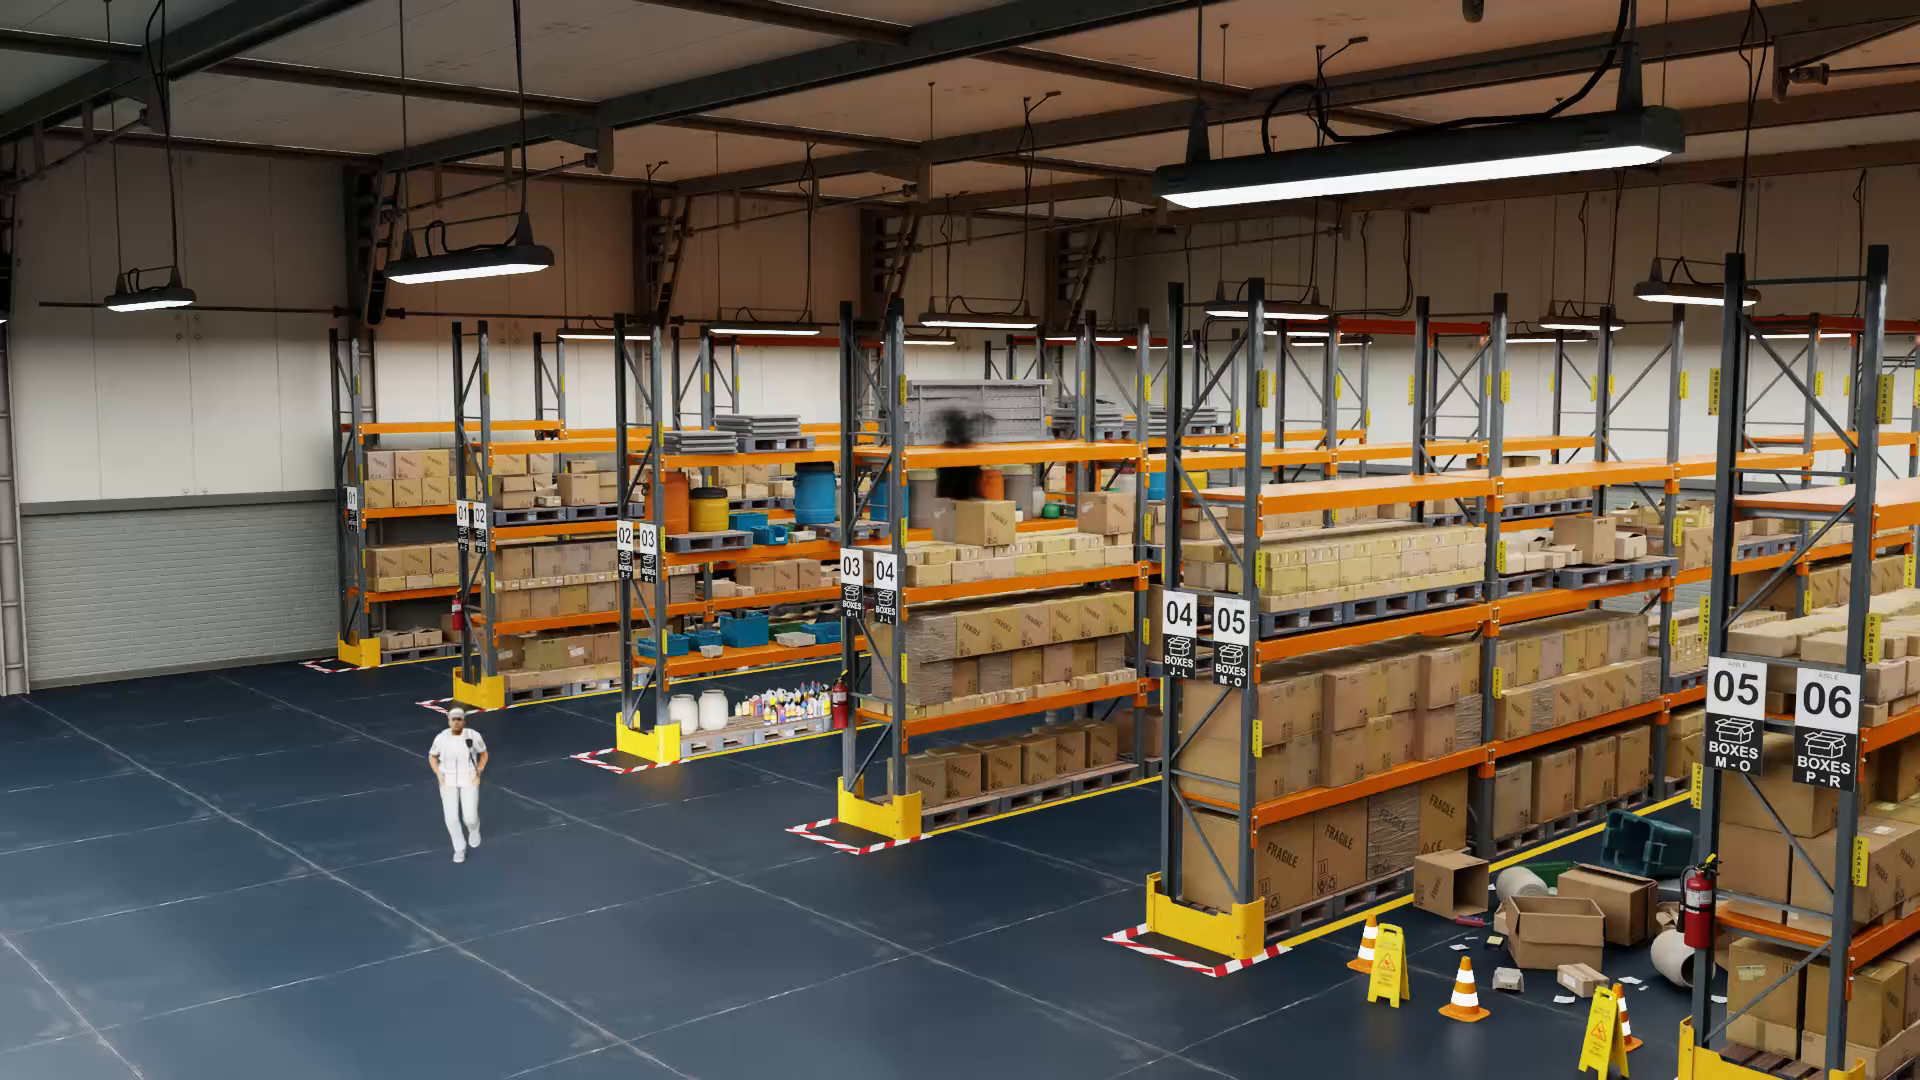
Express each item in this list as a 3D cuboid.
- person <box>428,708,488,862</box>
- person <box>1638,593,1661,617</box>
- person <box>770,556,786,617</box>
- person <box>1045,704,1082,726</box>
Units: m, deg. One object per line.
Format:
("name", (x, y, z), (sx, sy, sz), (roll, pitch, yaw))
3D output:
("person", (-5.384, 2.602, 17.850), (0.613, 1.639, 0.551), (-1, 6, -10))
("person", (11.551, 1.662, 27.850), (0.554, 1.526, 0.571), (4, 7, 34))
("person", (-3.679, 1.017, 33.136), (0.575, 1.691, 0.909), (5, 7, 39))
("person", (1.536, 1.913, 24.139), (0.657, 1.822, 0.788), (6, 8, 44))
